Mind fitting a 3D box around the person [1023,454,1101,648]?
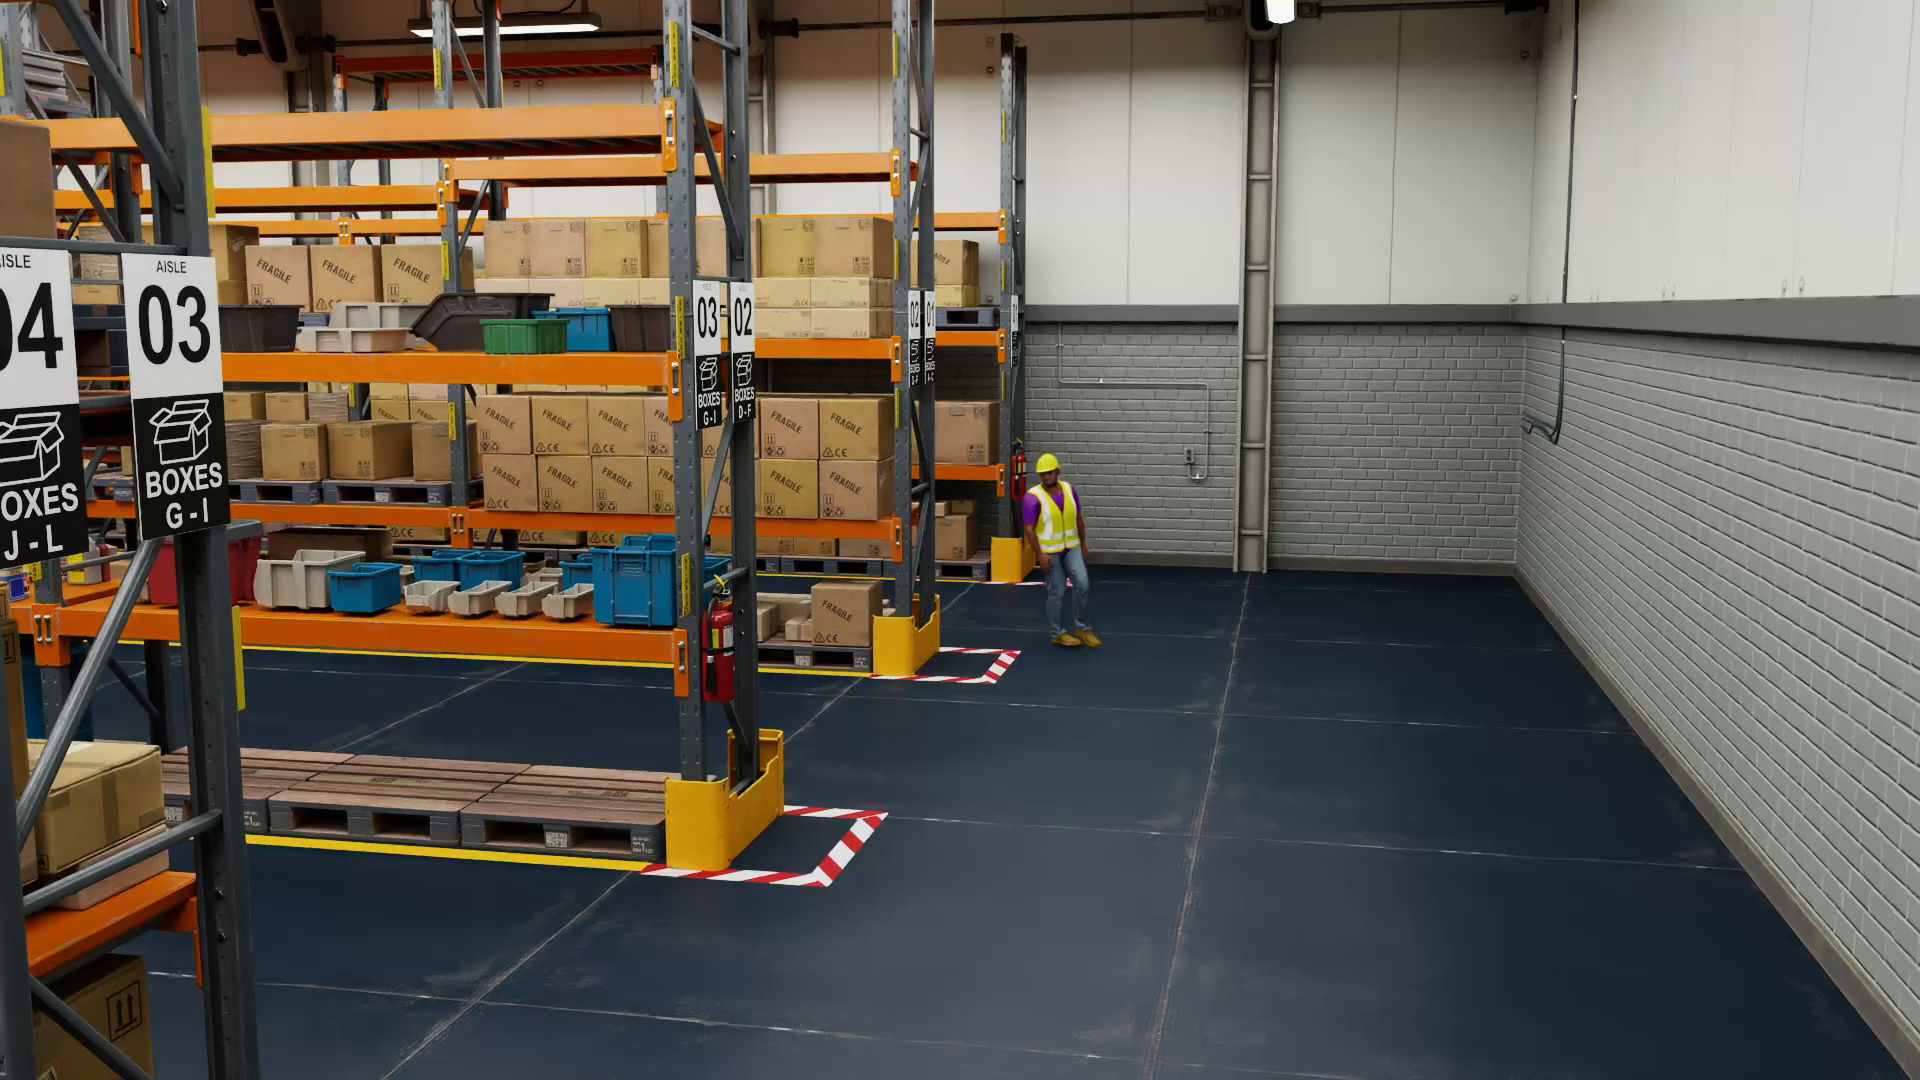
[{"bbox_3d":[0.891,0.099,14.889,0.671,1.751,0.485,-4,9,-27],"label":"person"}]
